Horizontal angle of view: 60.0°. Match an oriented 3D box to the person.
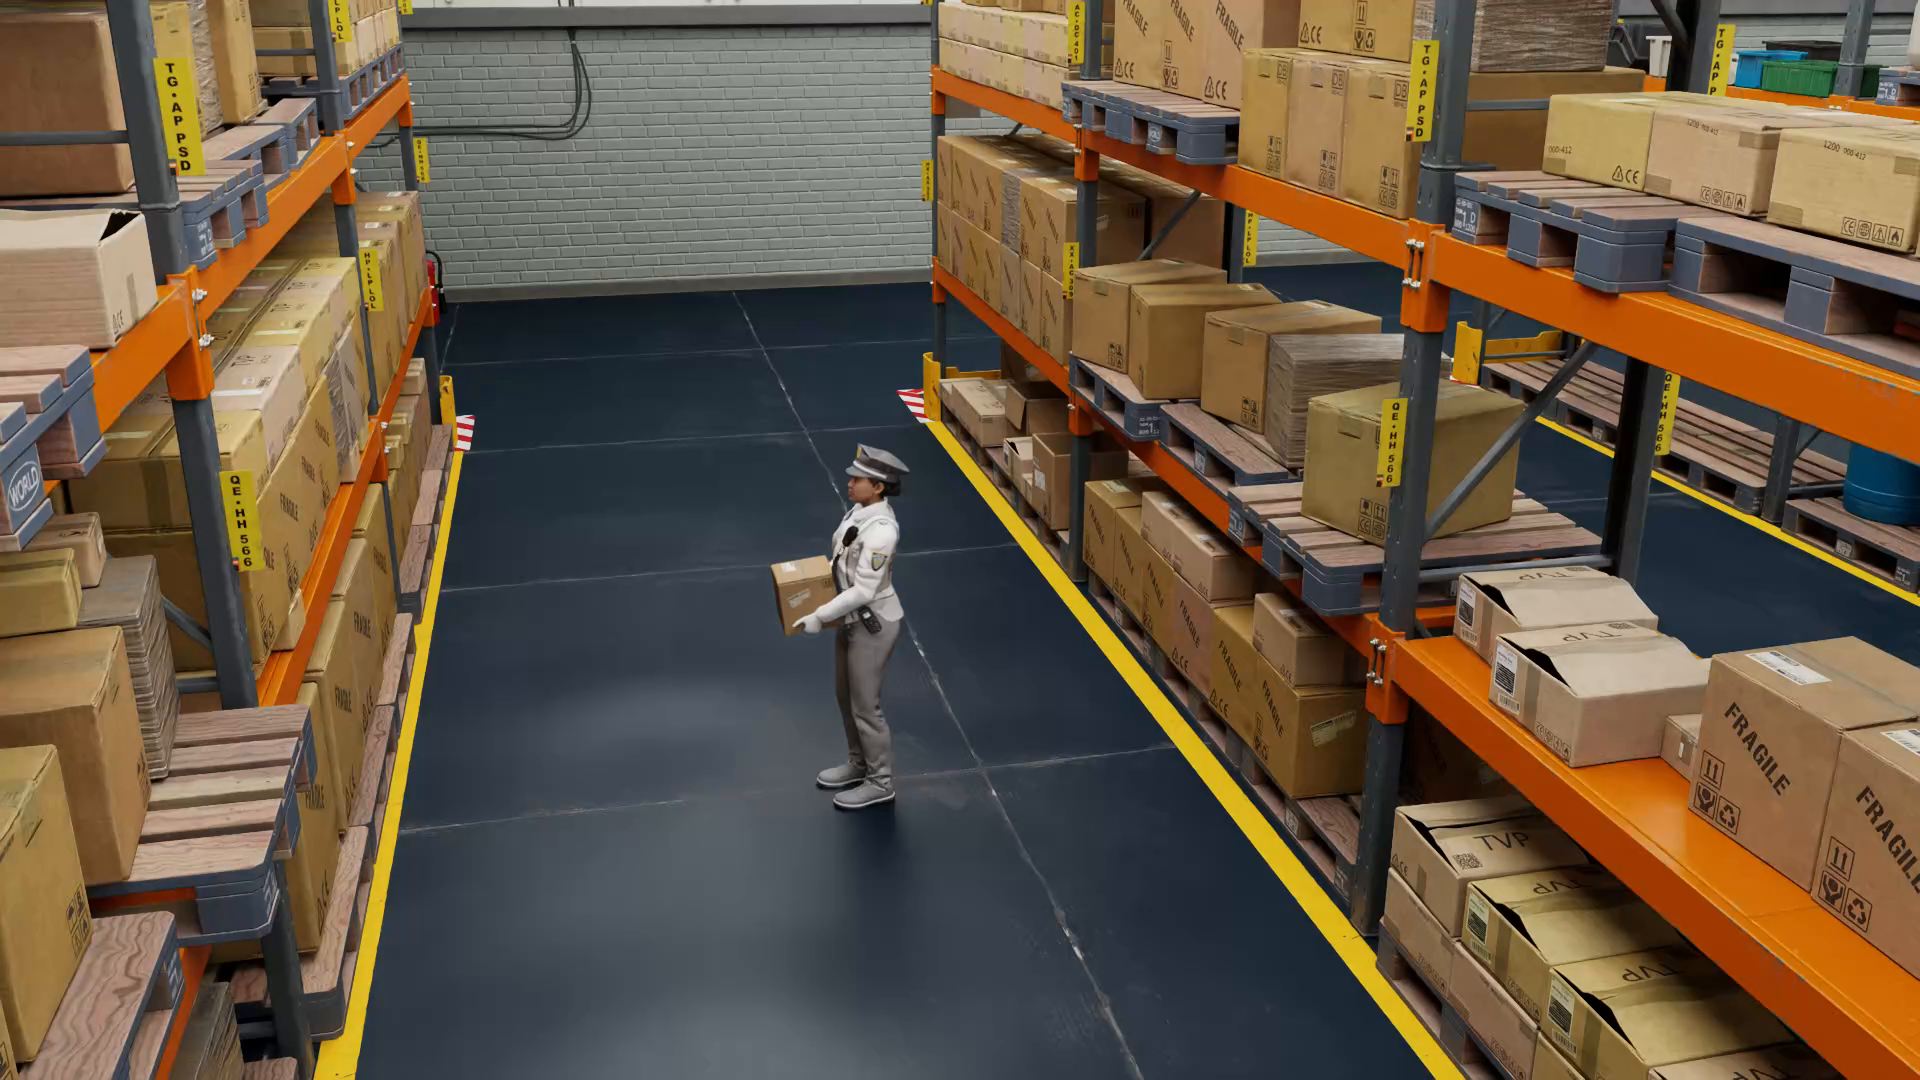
[{"bbox_3d":[-0.496,0.379,7.470,0.550,1.690,0.463,-5,20,-13],"label":"person"}]
